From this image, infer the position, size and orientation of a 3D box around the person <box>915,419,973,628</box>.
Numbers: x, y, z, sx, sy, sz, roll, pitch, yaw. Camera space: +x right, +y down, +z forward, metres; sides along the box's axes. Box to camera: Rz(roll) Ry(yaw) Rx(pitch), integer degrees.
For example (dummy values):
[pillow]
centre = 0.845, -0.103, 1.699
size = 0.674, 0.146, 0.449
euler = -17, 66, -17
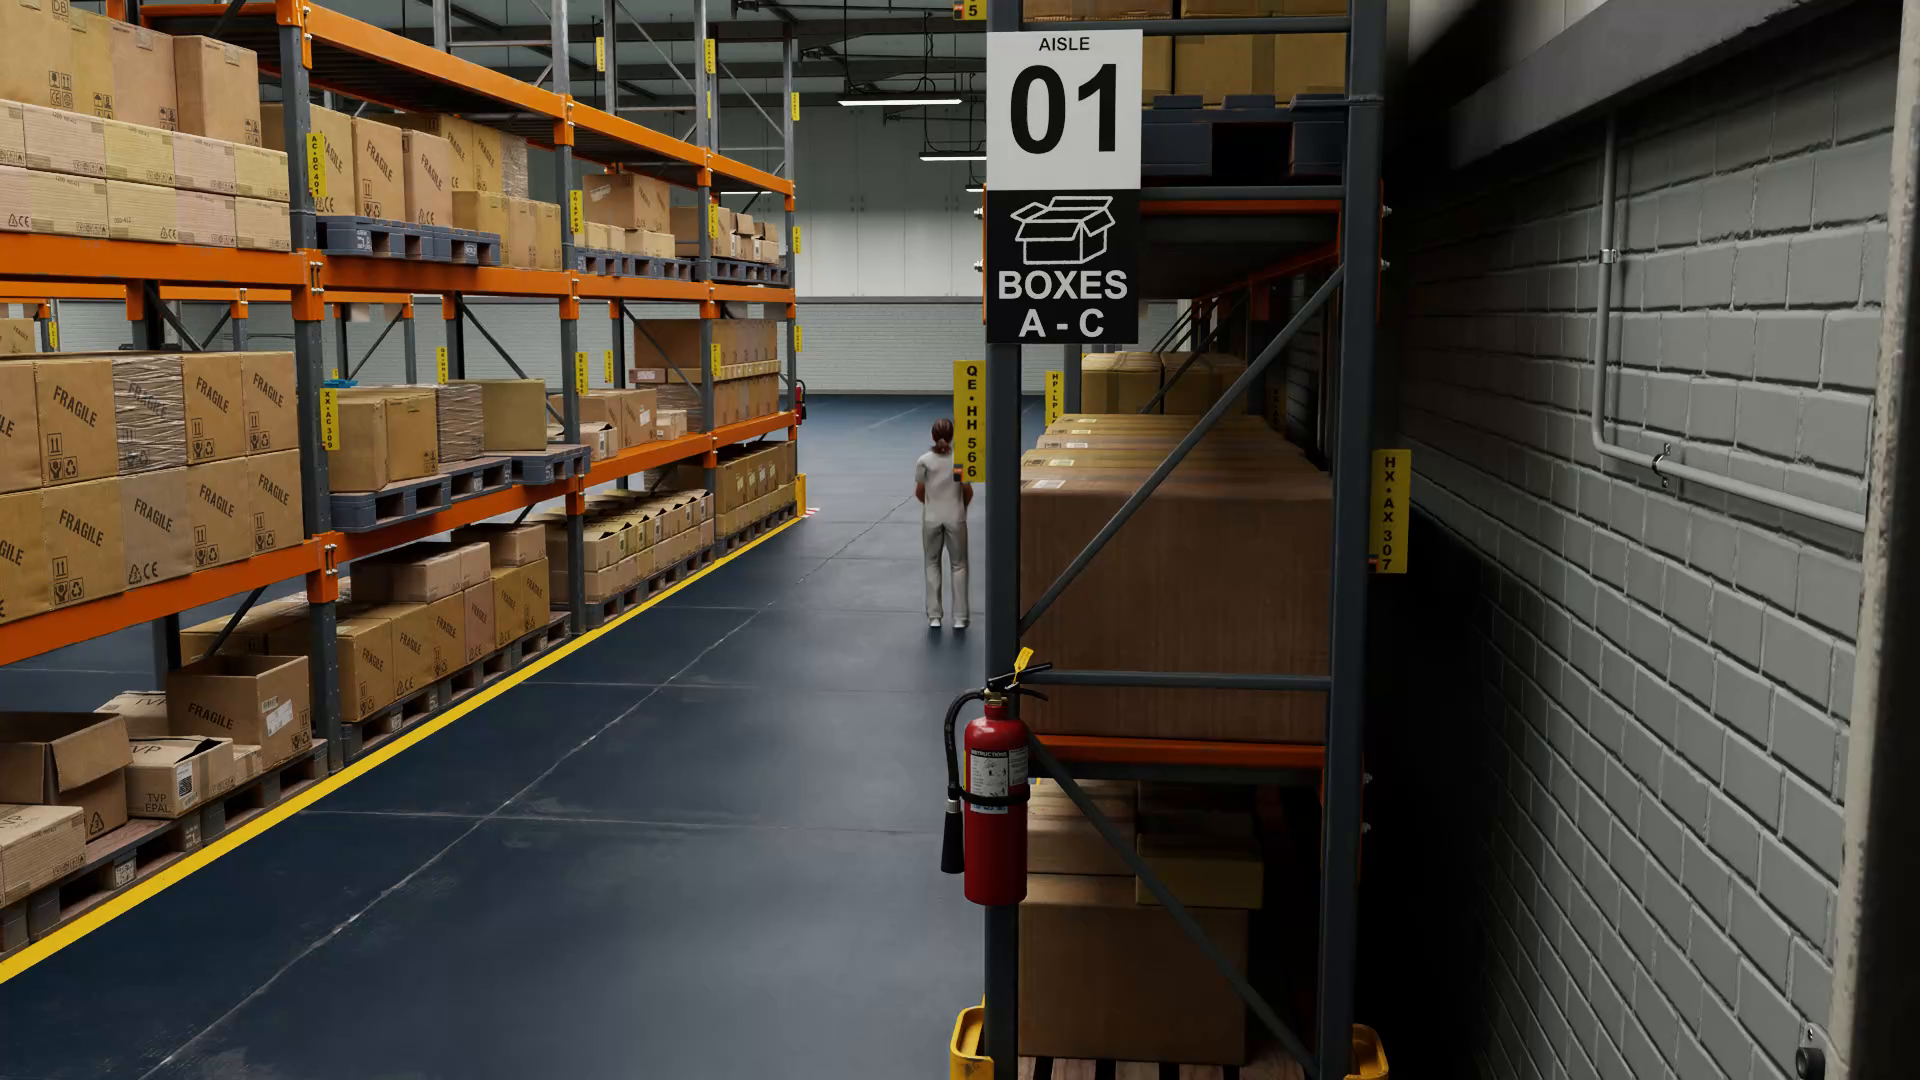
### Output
[person]
centre = -0.123, -0.138, 13.326
size = 0.463, 1.674, 0.490
euler = 1, 8, 5
